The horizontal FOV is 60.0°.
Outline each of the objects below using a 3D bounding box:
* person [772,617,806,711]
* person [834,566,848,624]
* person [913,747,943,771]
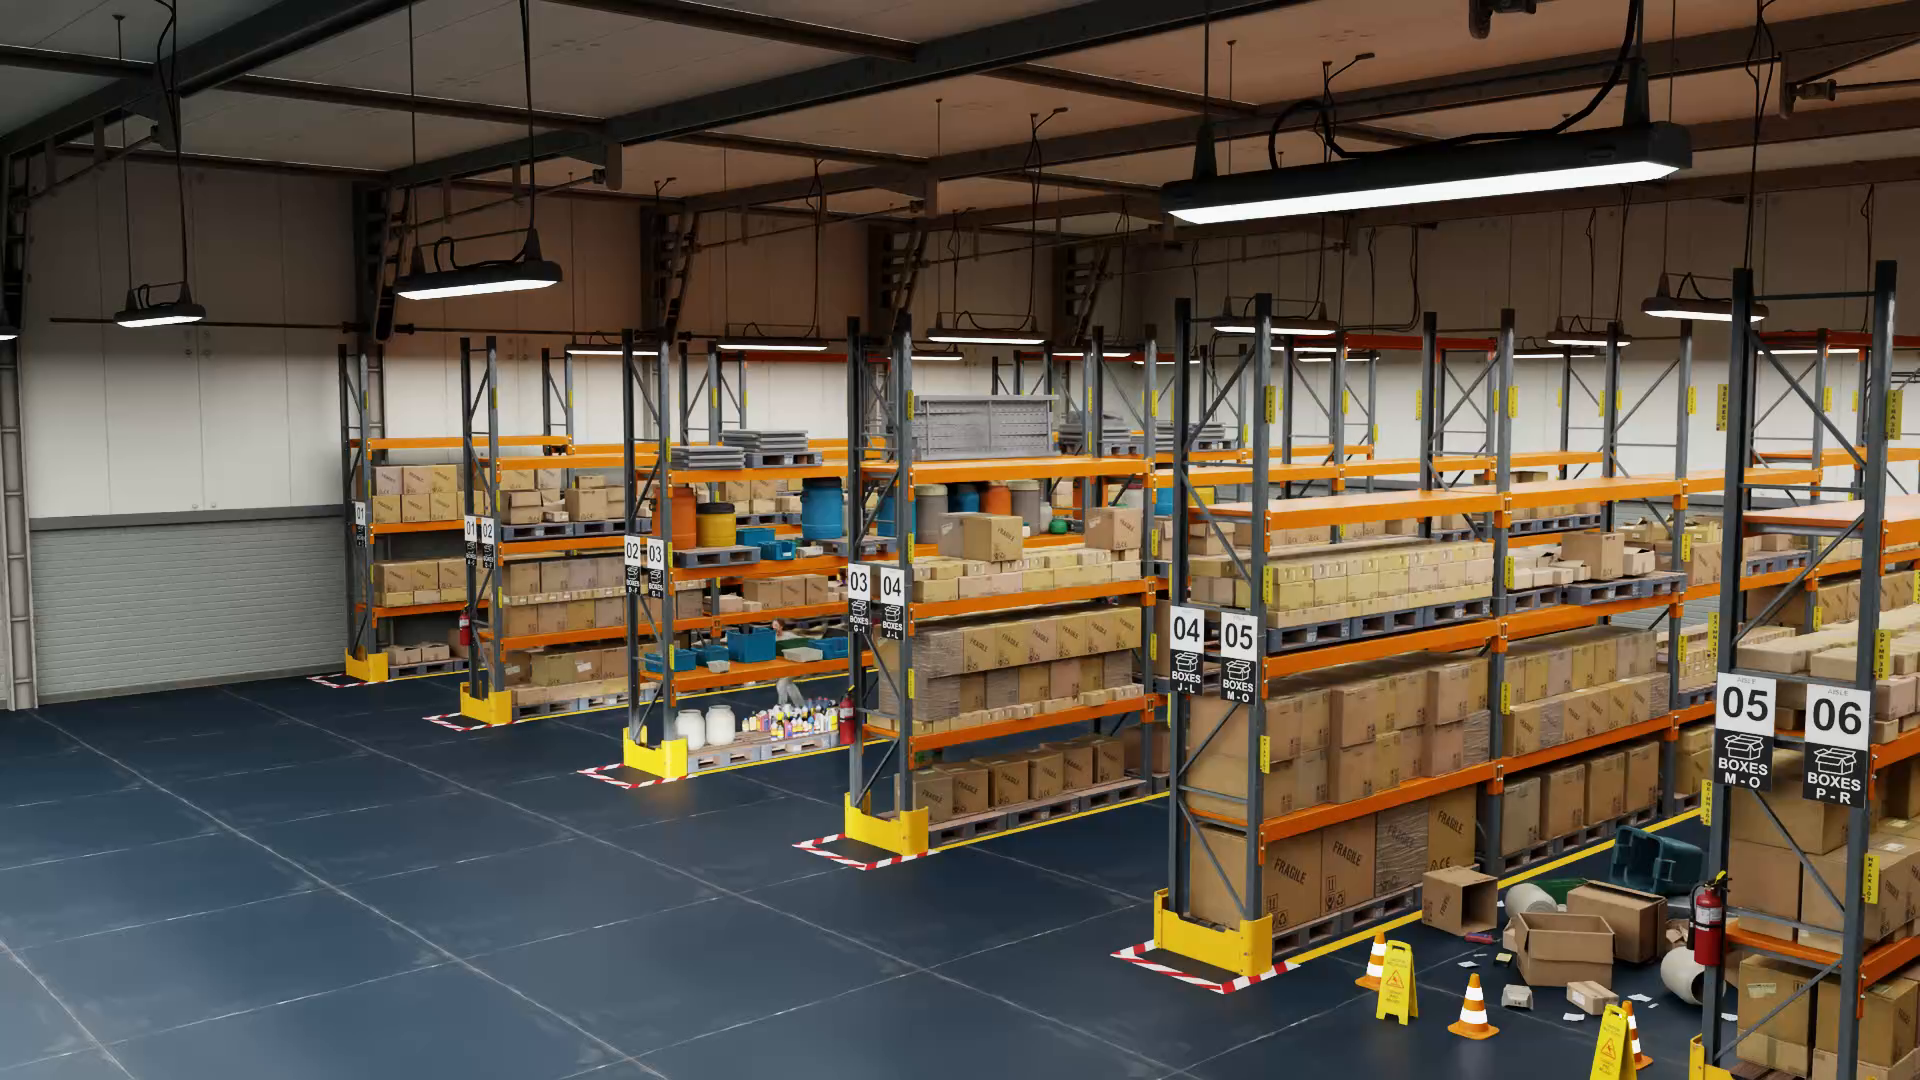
[{"bbox_3d":[-2.716,2.011,26.164,0.566,1.640,0.952,4,6,36],"label":"person"},{"bbox_3d":[-2.294,1.262,34.406,0.724,1.653,0.826,3,6,32],"label":"person"},{"bbox_3d":[-0.457,2.298,22.420,0.713,1.710,0.811,-2,6,-23],"label":"person"}]
